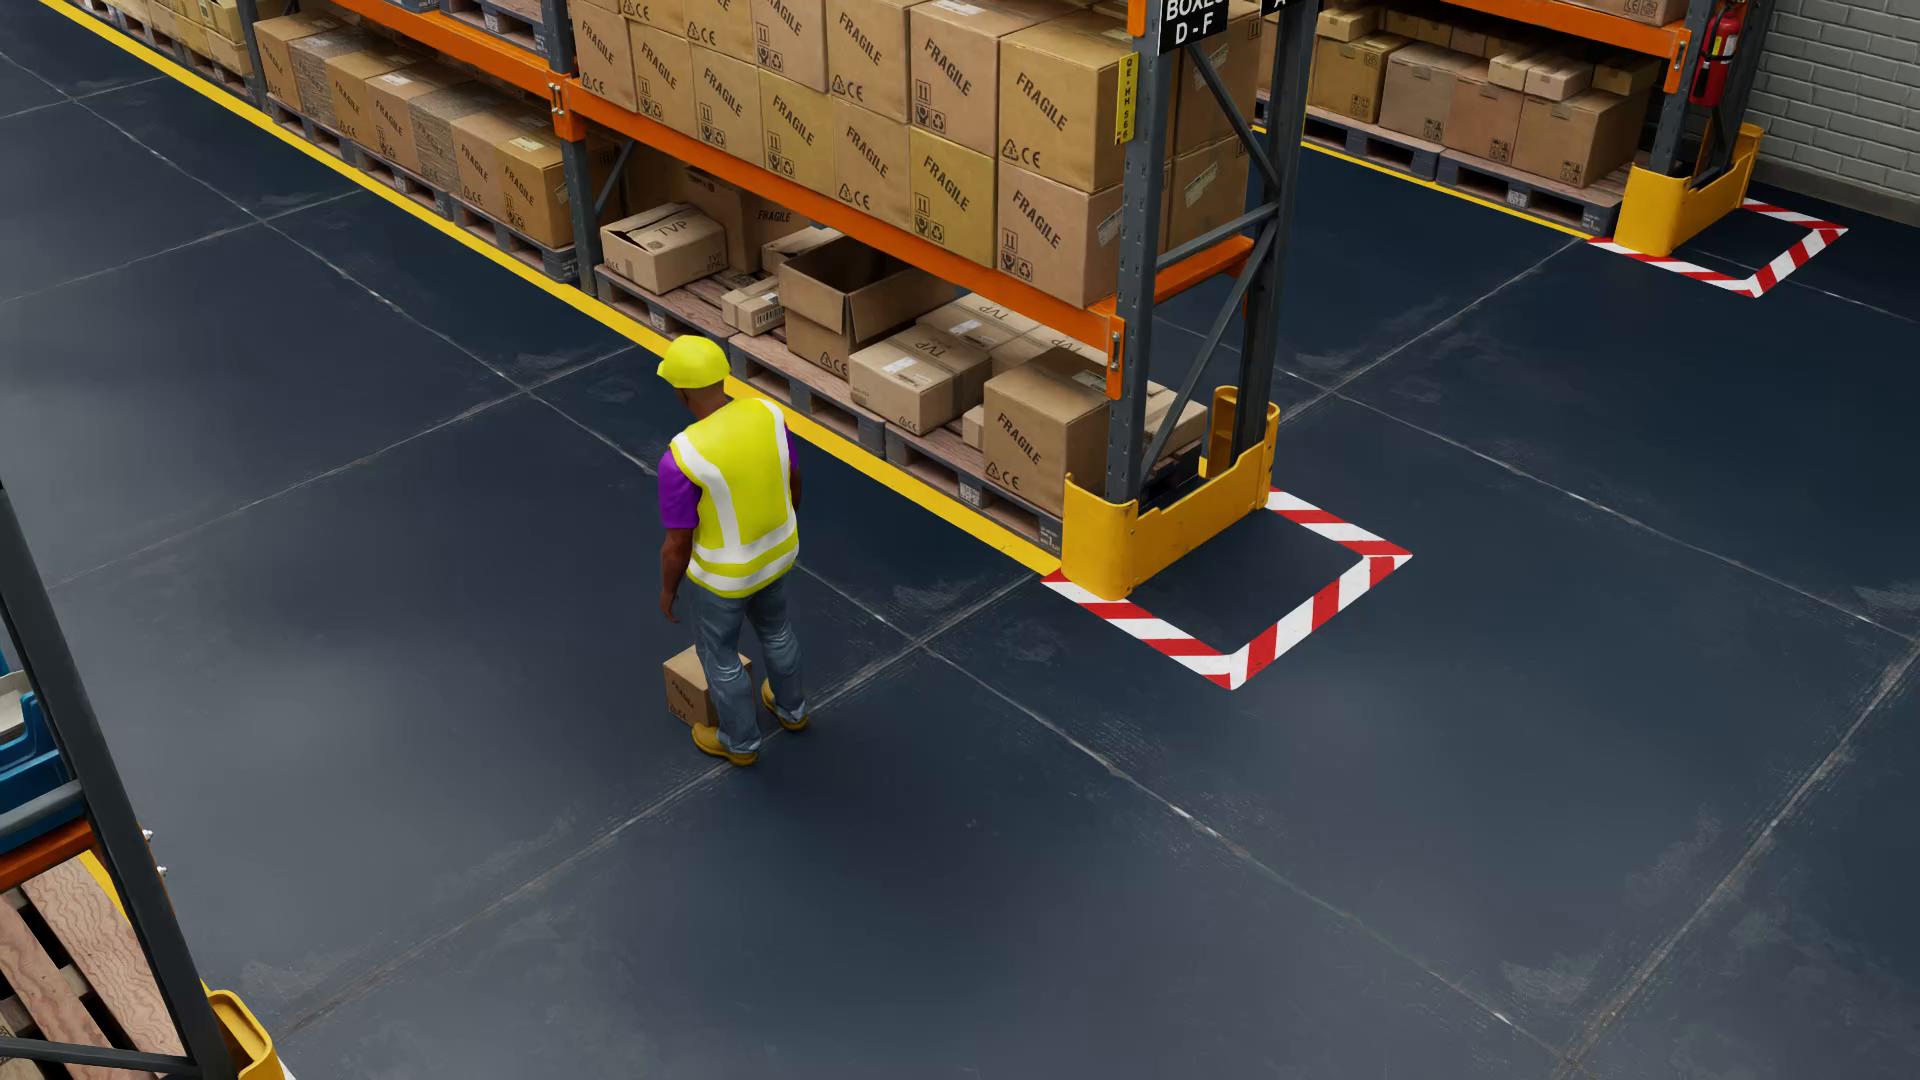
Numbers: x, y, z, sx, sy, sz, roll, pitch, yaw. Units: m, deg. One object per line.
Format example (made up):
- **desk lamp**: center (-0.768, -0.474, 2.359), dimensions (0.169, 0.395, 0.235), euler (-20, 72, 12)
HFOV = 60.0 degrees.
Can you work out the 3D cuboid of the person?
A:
- **person**: center (-0.832, 0.055, 6.052), dimensions (0.460, 1.760, 0.637), euler (28, 44, 34)
